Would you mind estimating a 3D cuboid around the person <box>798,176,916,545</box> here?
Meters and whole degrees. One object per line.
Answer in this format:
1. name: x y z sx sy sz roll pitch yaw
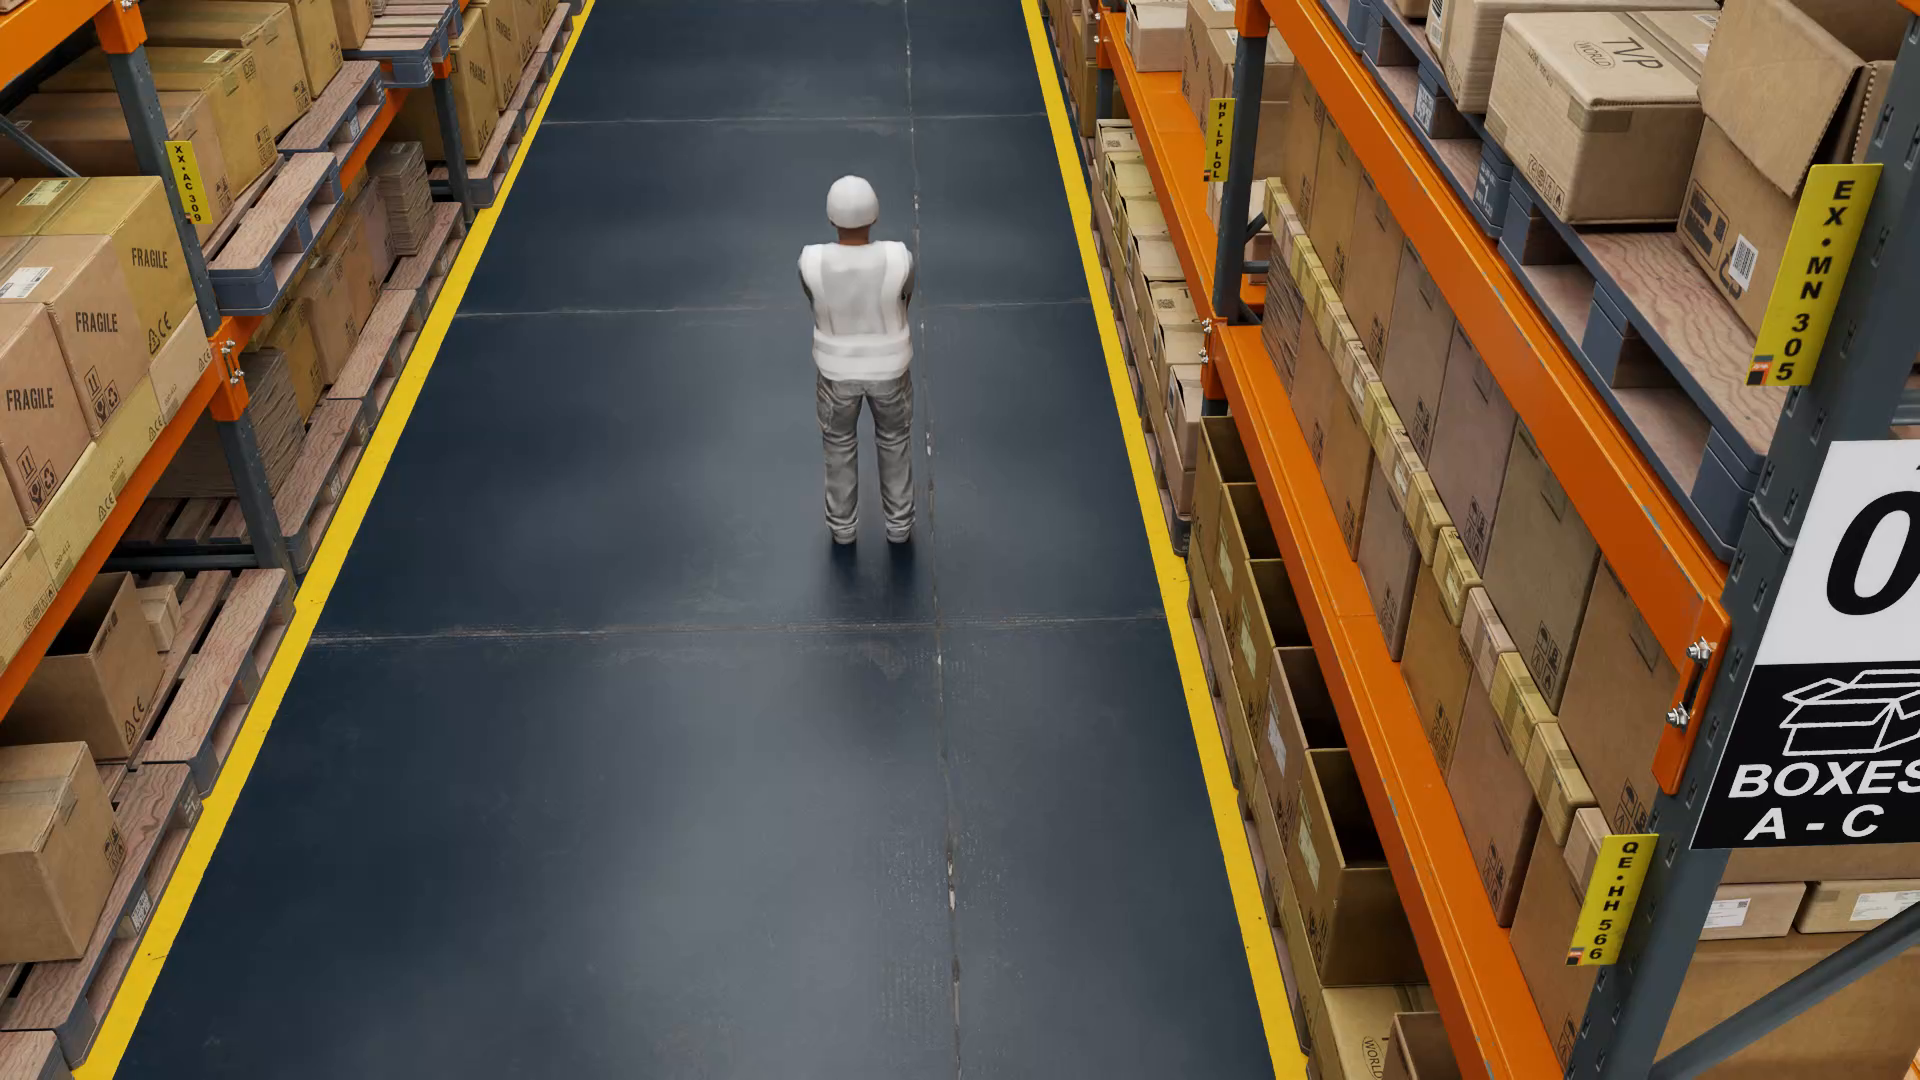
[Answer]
1. person: -0.436 -0.819 7.304 0.487 1.779 0.584 -1 35 -2
